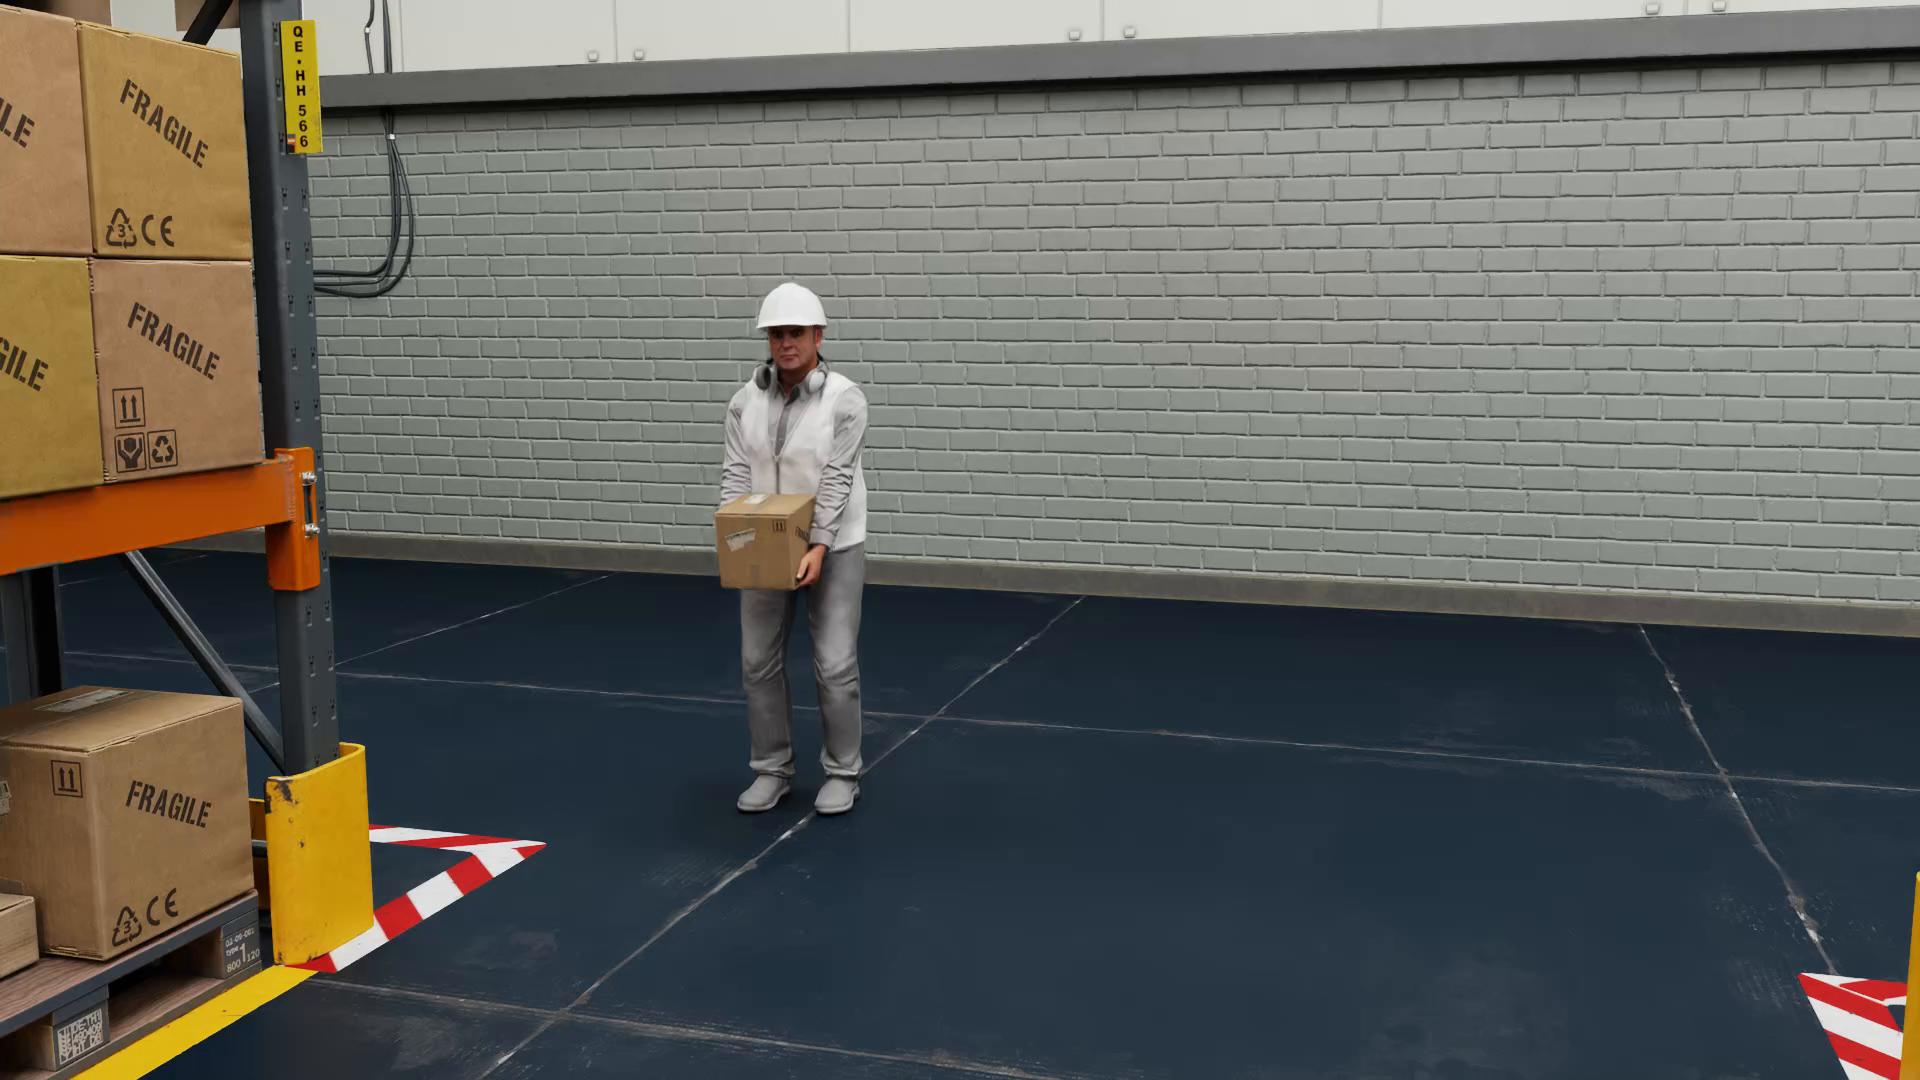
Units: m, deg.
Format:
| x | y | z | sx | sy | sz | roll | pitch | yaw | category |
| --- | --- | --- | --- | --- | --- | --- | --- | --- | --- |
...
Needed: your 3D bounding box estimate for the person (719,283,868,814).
| x | y | z | sx | sy | sz | roll | pitch | yaw | category |
| --- | --- | --- | --- | --- | --- | --- | --- | --- | --- |
| -0.545 | 0.037 | 5.540 | 0.489 | 1.763 | 0.571 | 2 | 9 | 15 | person |
